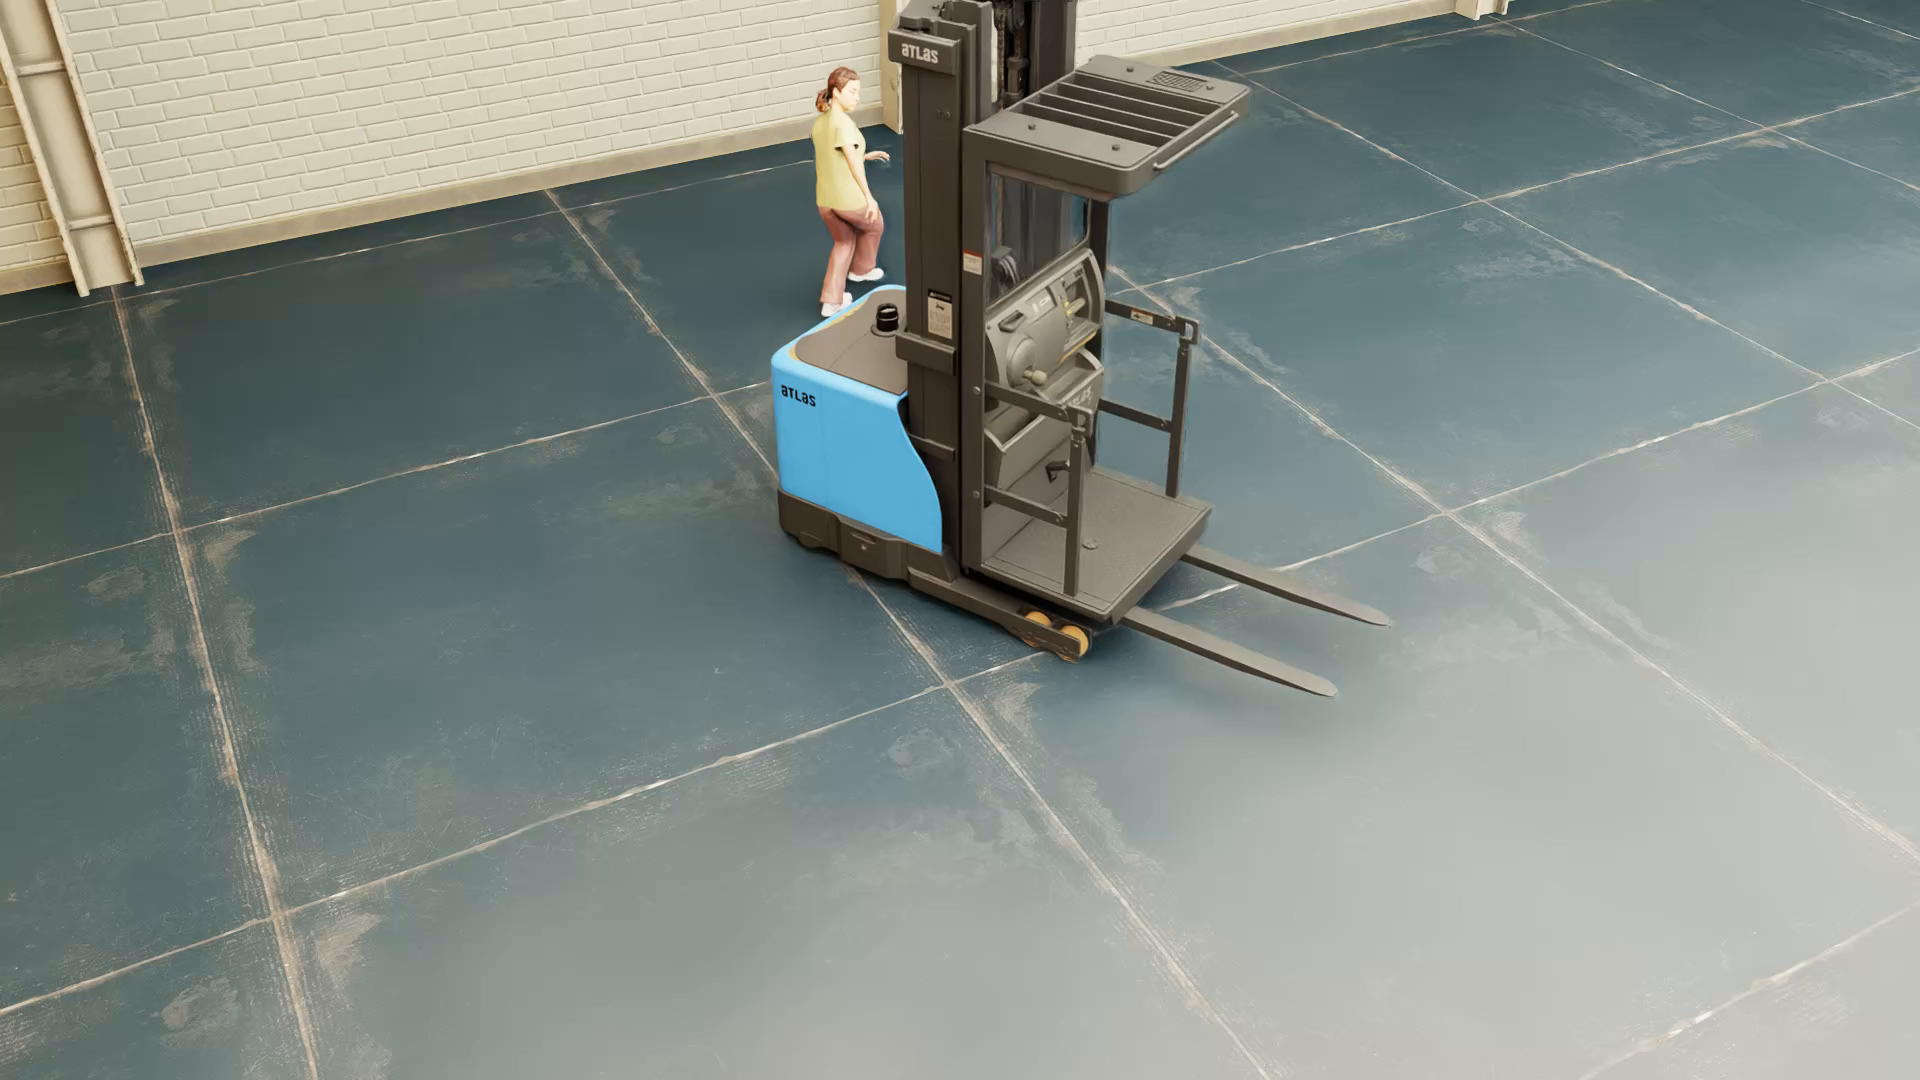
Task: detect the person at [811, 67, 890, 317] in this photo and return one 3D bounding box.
[{"bbox_3d":[-0.613,-2.186,10.444,0.695,1.519,0.749,23,41,29],"label":"person"}]

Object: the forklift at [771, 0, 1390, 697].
[{"bbox_3d":[0.568,-0.976,7.503,3.031,2.935,1.130,21,40,27],"label":"forklift"}]
